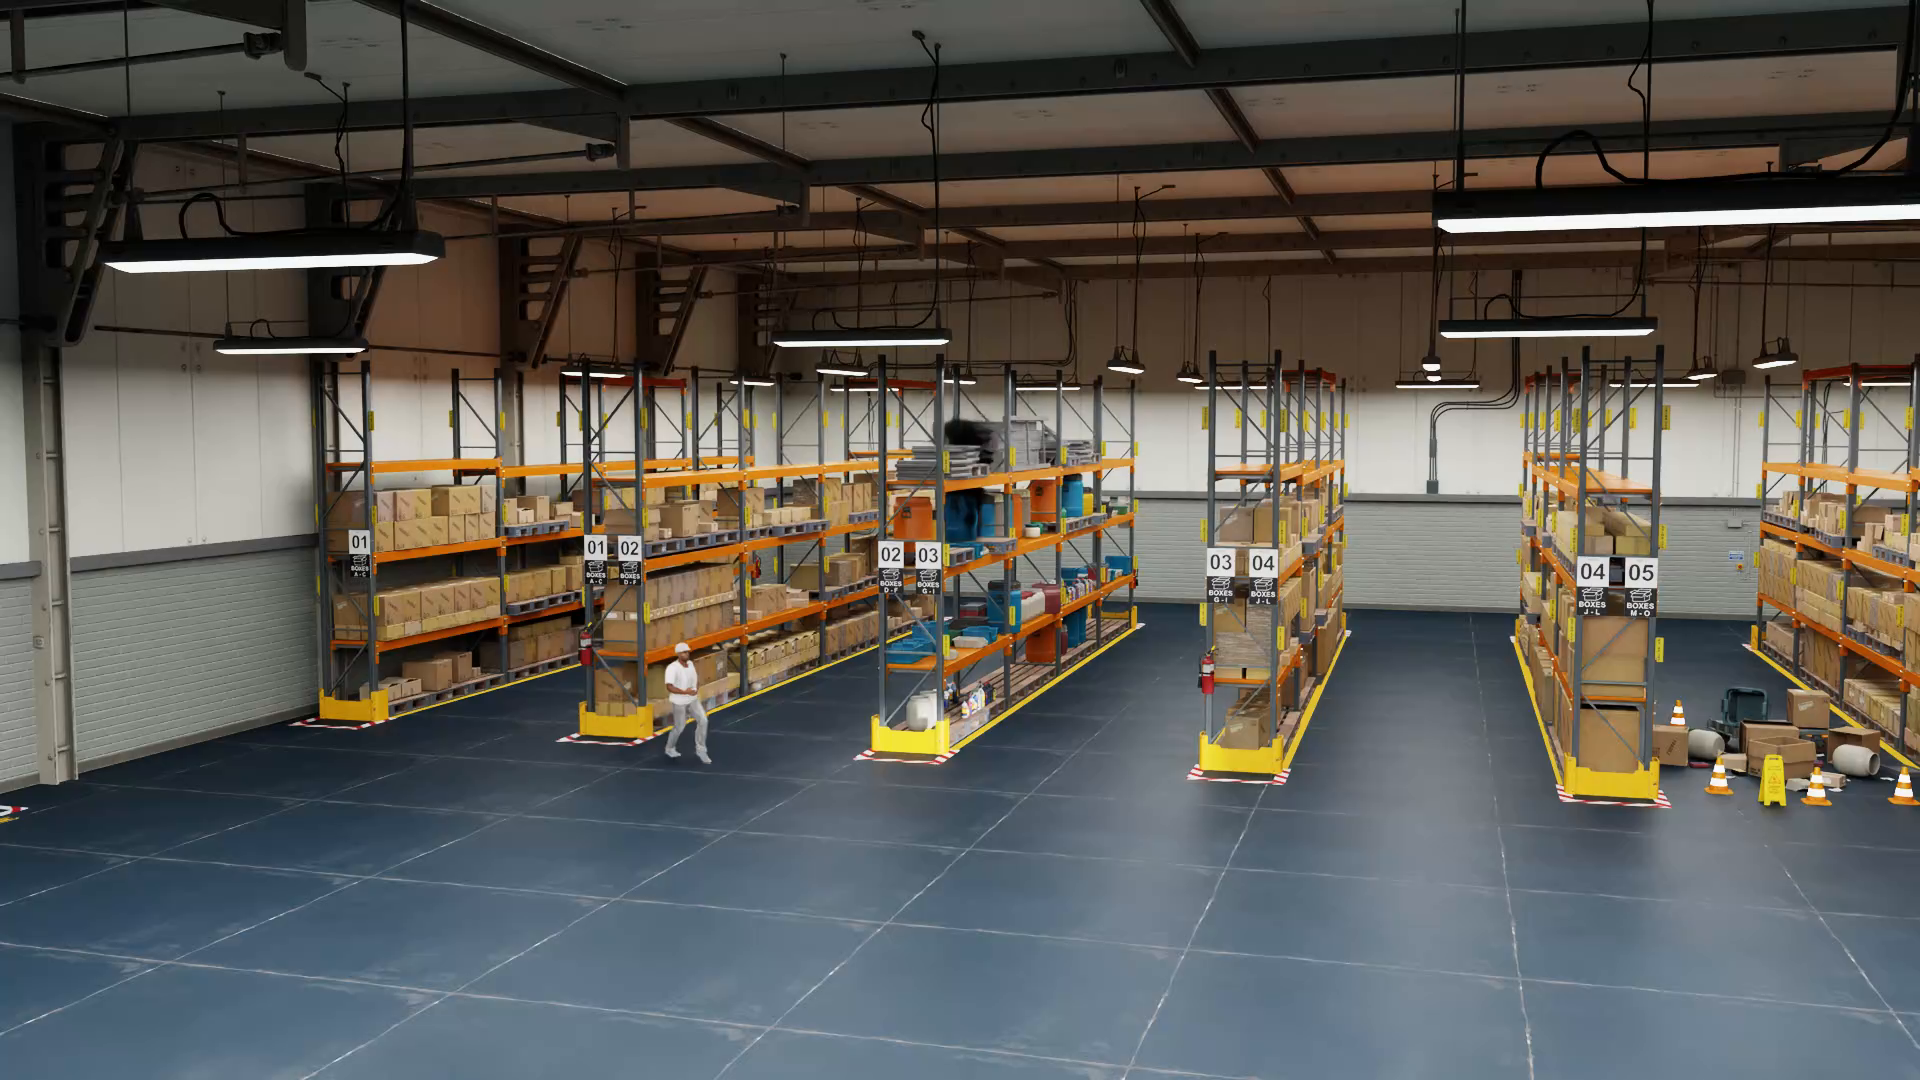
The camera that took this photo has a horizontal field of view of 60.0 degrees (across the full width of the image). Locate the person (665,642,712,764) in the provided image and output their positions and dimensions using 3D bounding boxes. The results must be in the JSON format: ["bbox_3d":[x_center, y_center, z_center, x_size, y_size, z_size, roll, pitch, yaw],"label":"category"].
[{"bbox_3d":[-4.056,2.387,24.338,0.781,1.796,0.687,3,5,37],"label":"person"}]
